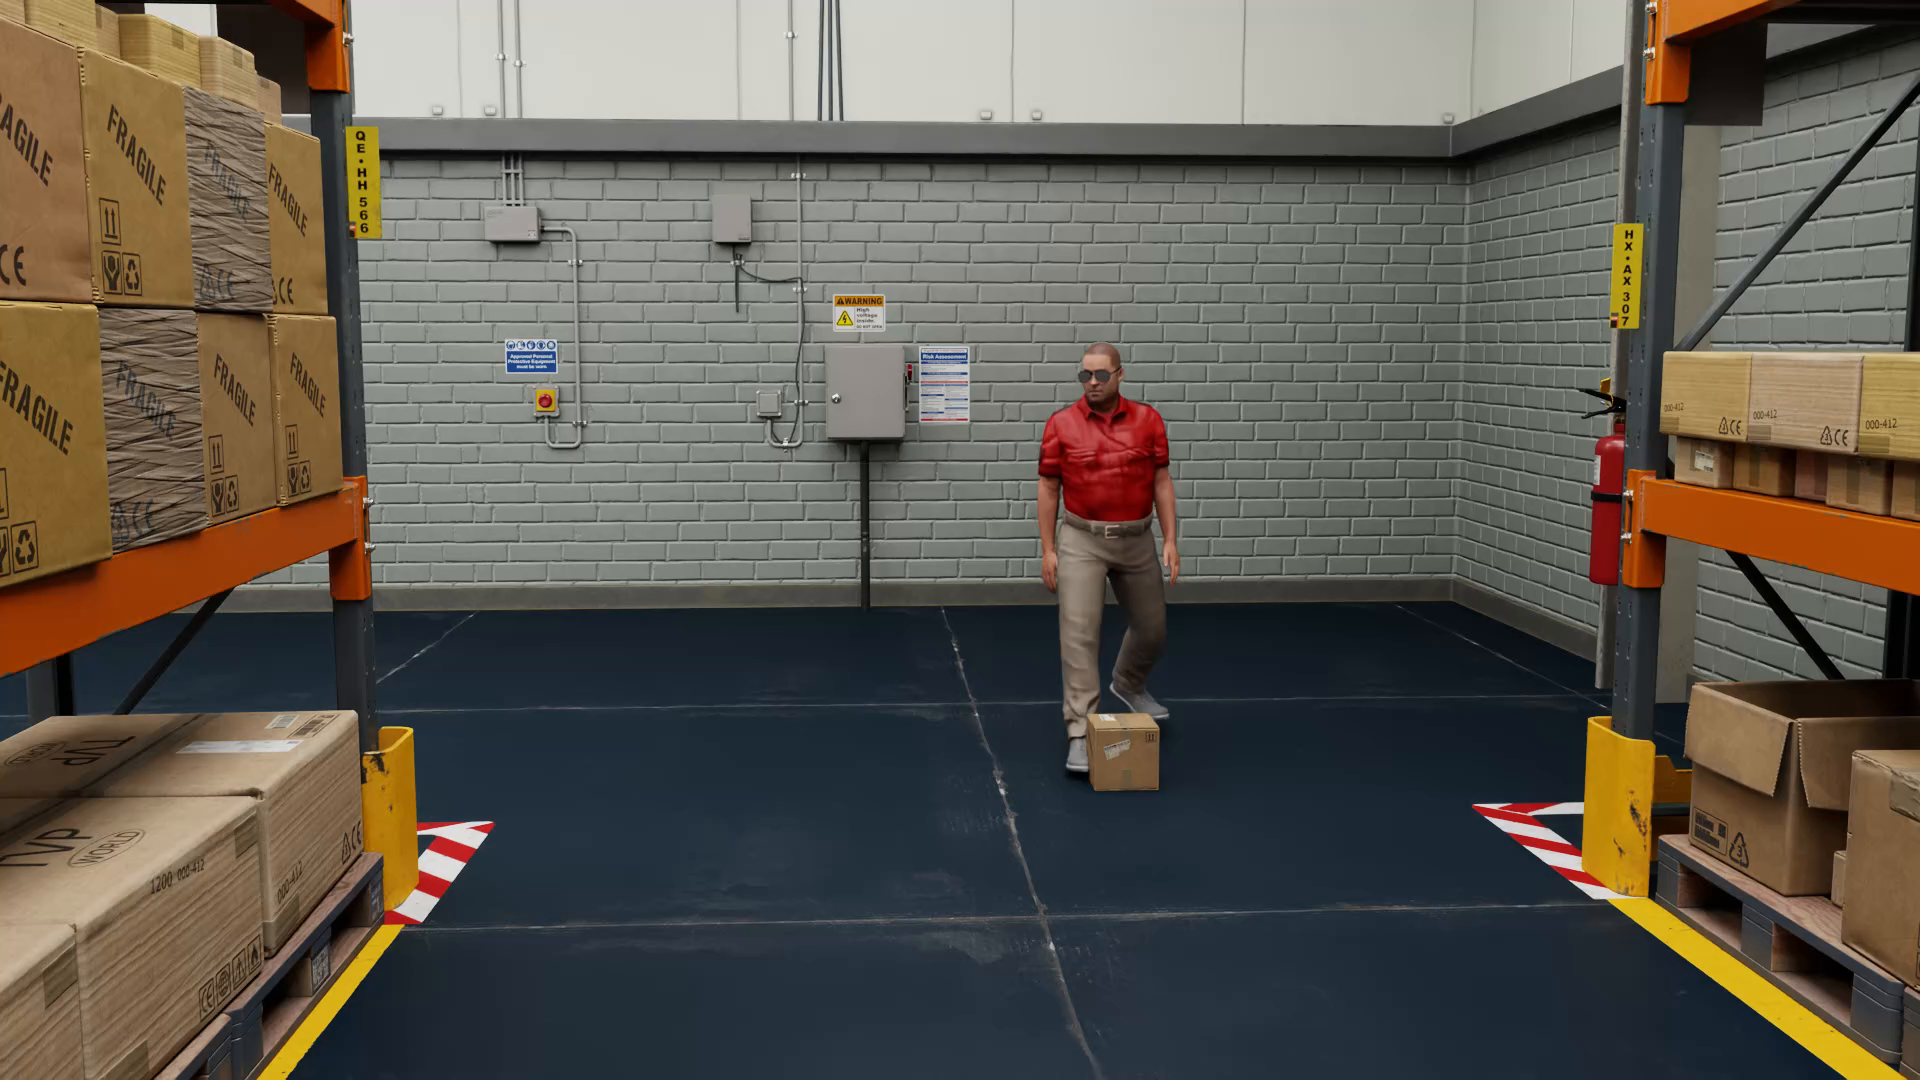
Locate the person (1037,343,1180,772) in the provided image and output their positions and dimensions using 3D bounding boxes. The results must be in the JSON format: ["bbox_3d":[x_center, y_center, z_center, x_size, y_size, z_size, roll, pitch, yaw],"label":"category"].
[{"bbox_3d":[0.647,0.035,6.953,0.640,1.705,0.862,-1,7,-10],"label":"person"}]
